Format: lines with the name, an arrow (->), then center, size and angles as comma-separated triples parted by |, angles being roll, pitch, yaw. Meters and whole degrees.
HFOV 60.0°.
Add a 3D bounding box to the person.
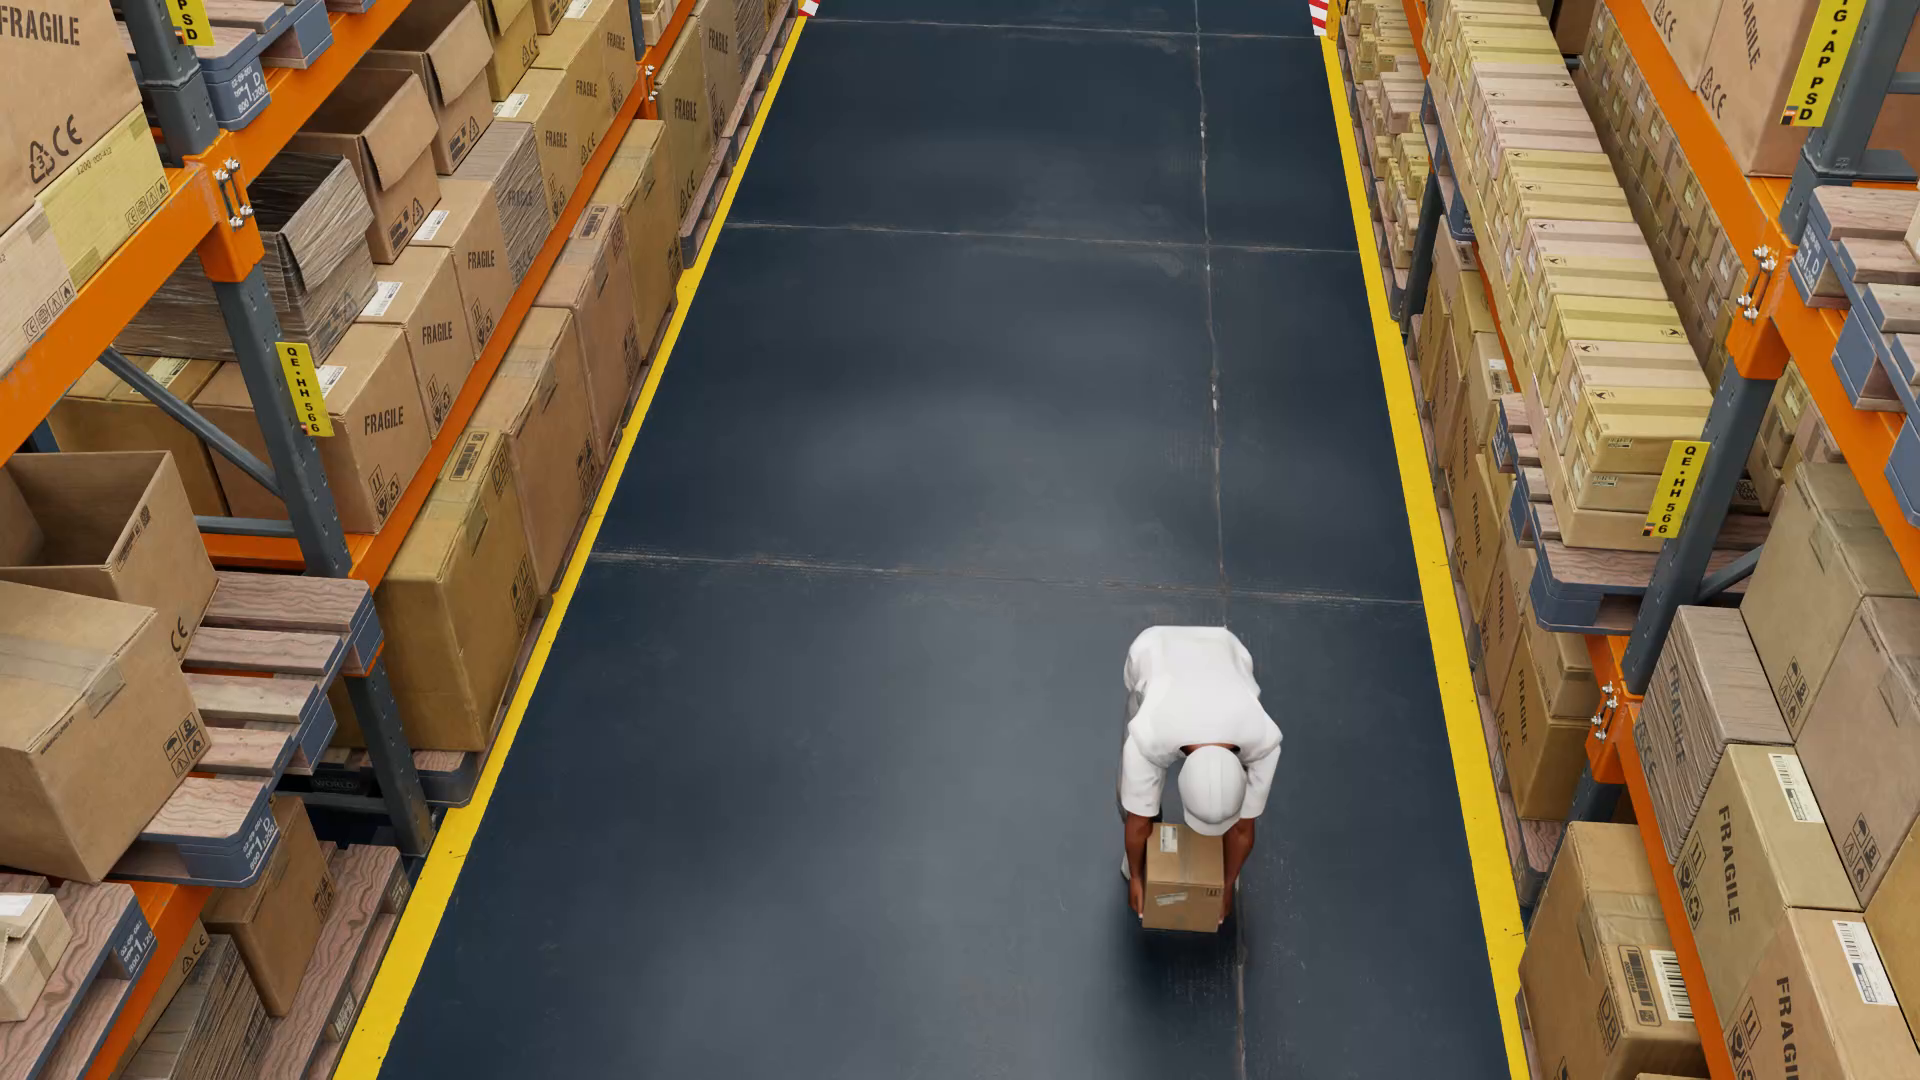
person -> 0.788, 0.843, 5.655 | 0.509, 1.088, 0.965 | 1, 40, 2
